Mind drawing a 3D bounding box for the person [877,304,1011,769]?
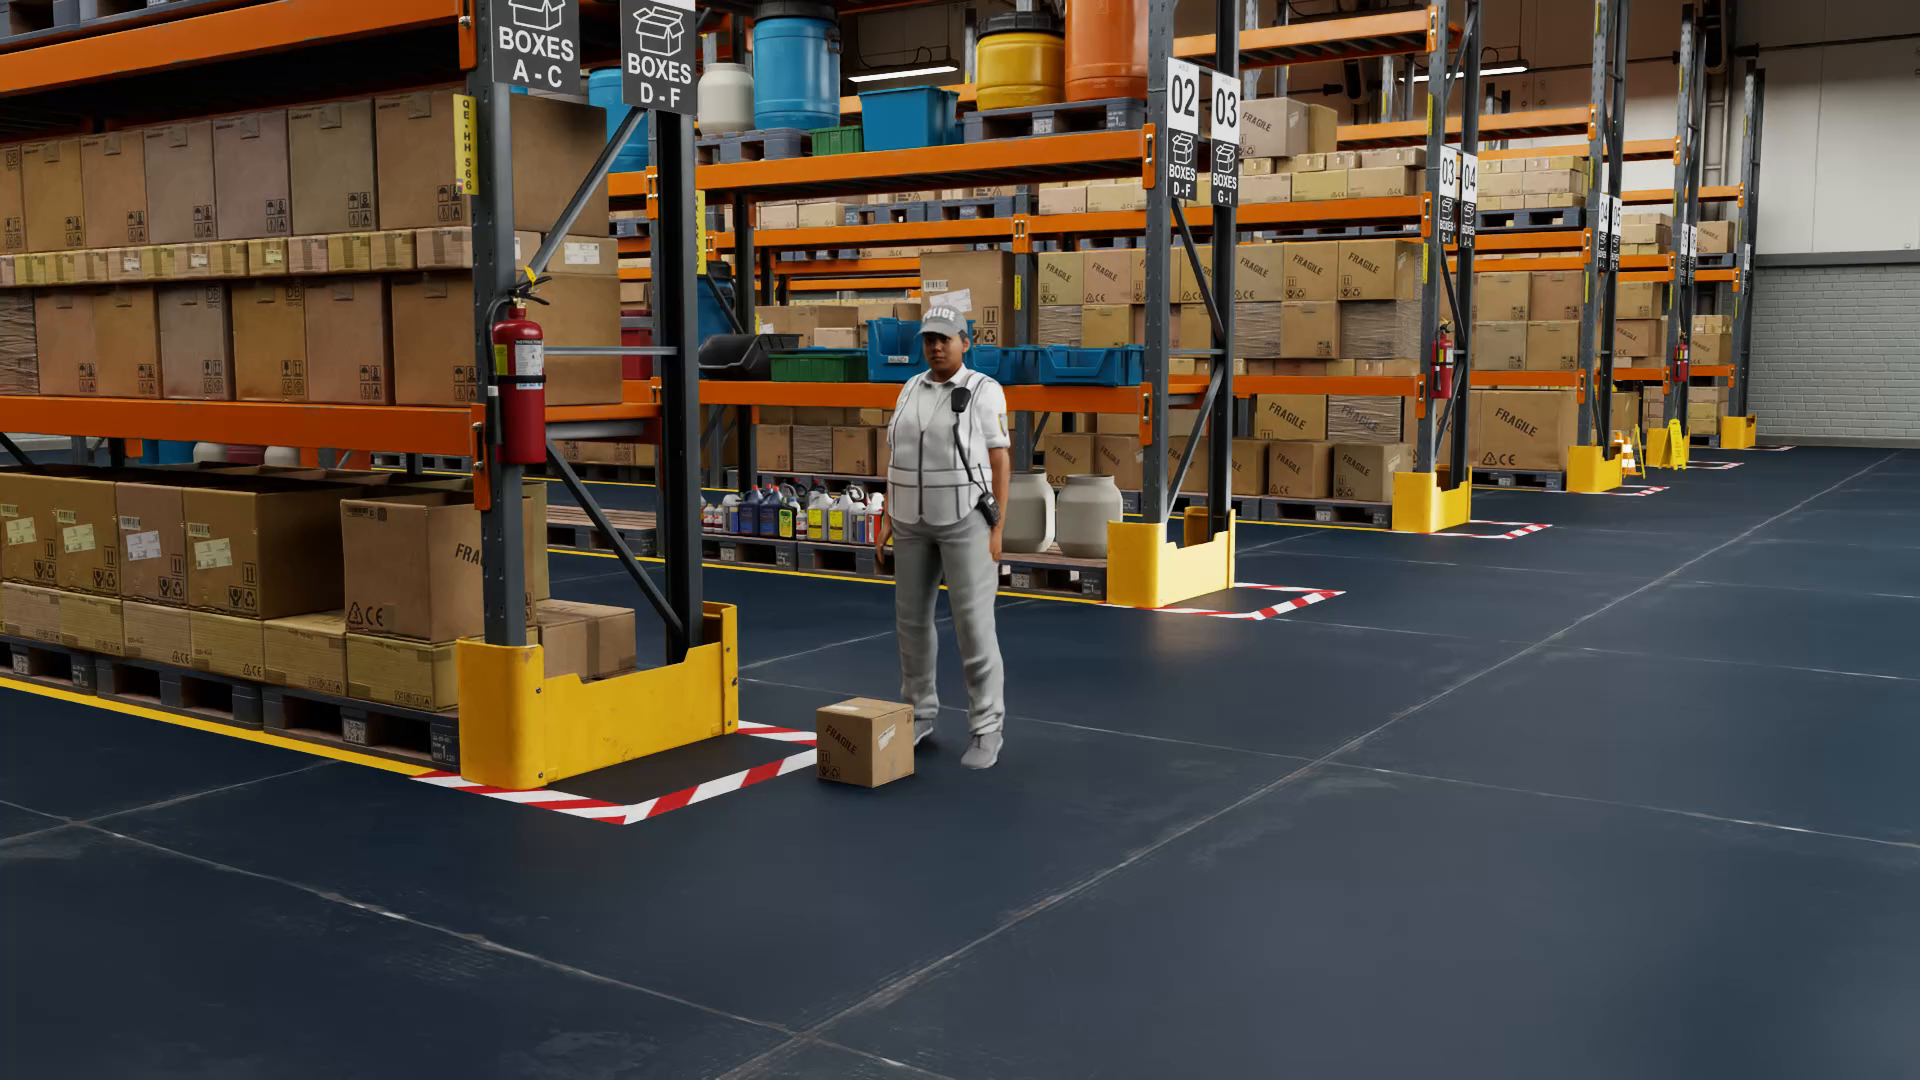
[{"bbox_3d":[-0.055,-0.024,6.219,0.521,1.698,0.411,3,7,28],"label":"person"}]
